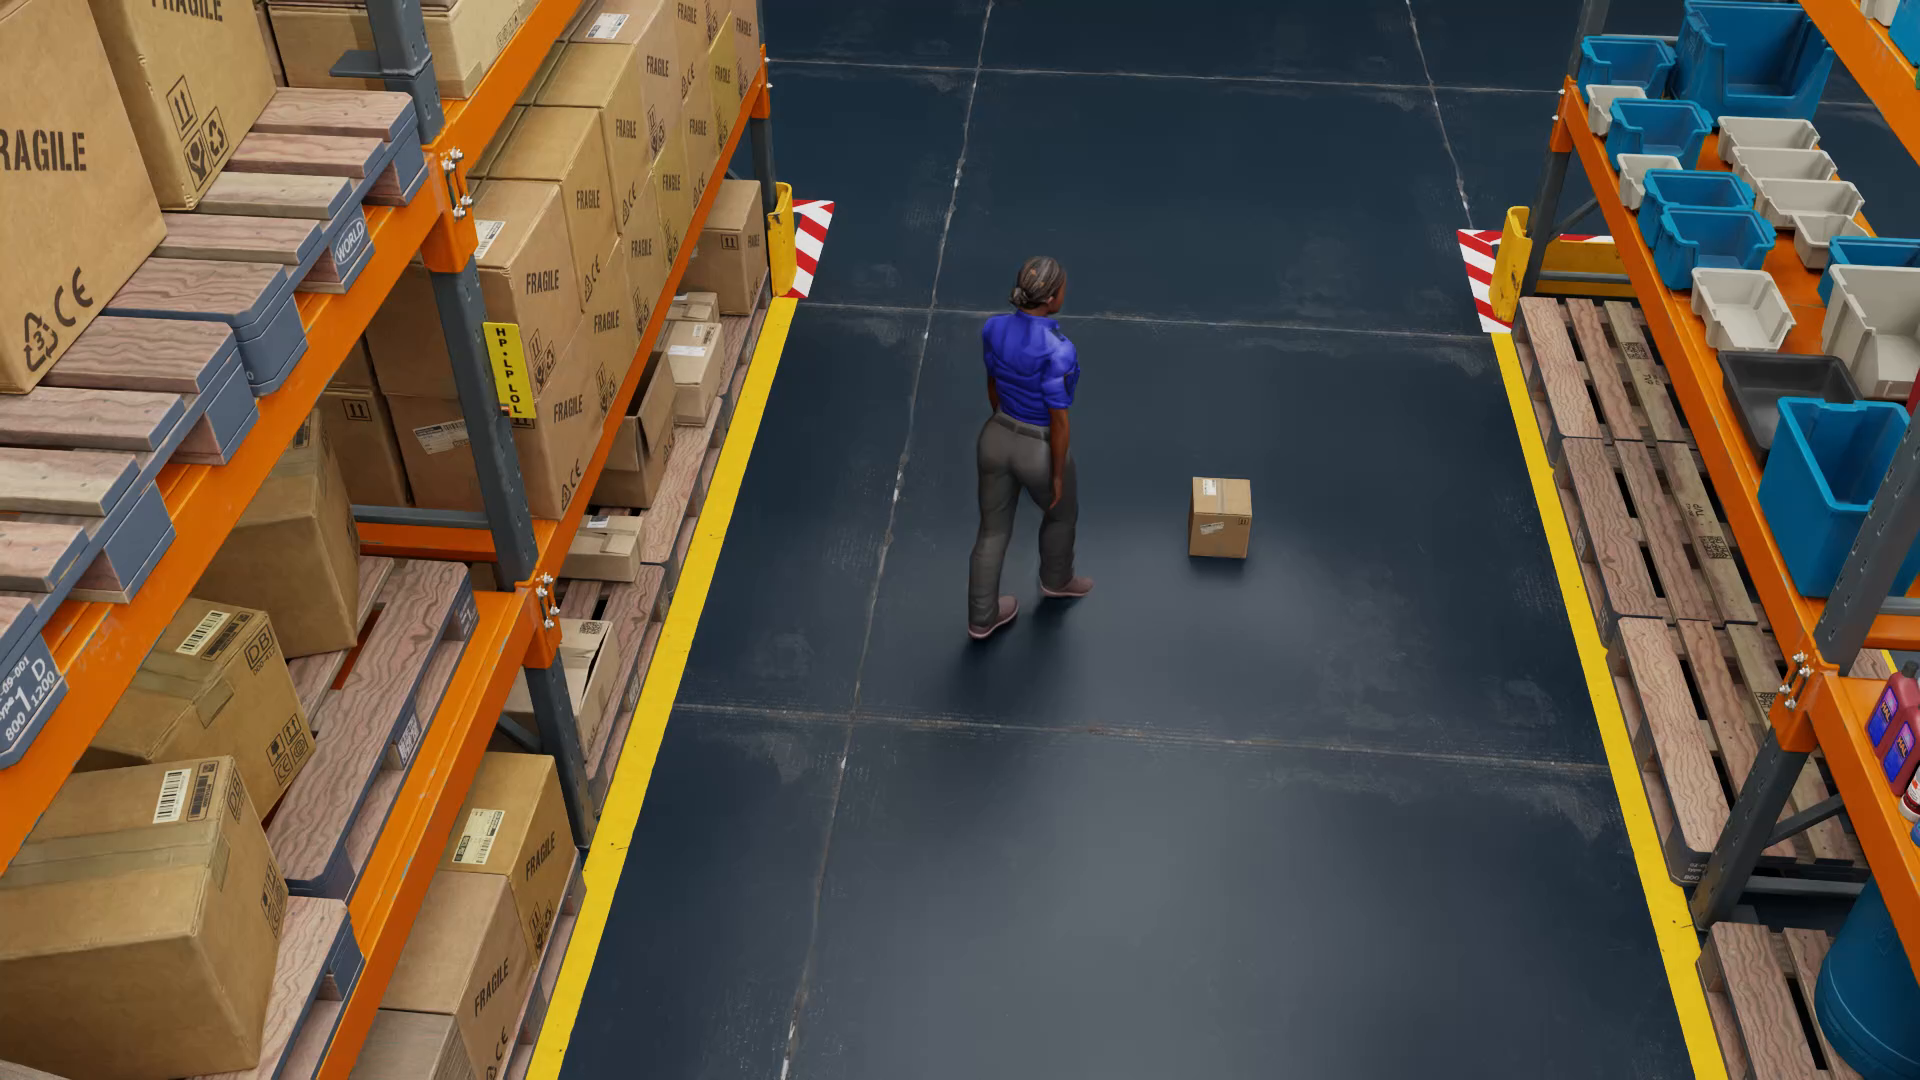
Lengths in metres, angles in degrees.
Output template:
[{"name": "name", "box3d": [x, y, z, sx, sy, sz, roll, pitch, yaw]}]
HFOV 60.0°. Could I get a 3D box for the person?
[{"name": "person", "box3d": [0.265, -0.332, 6.583, 0.452, 1.703, 0.653, 23, 45, 25]}]
